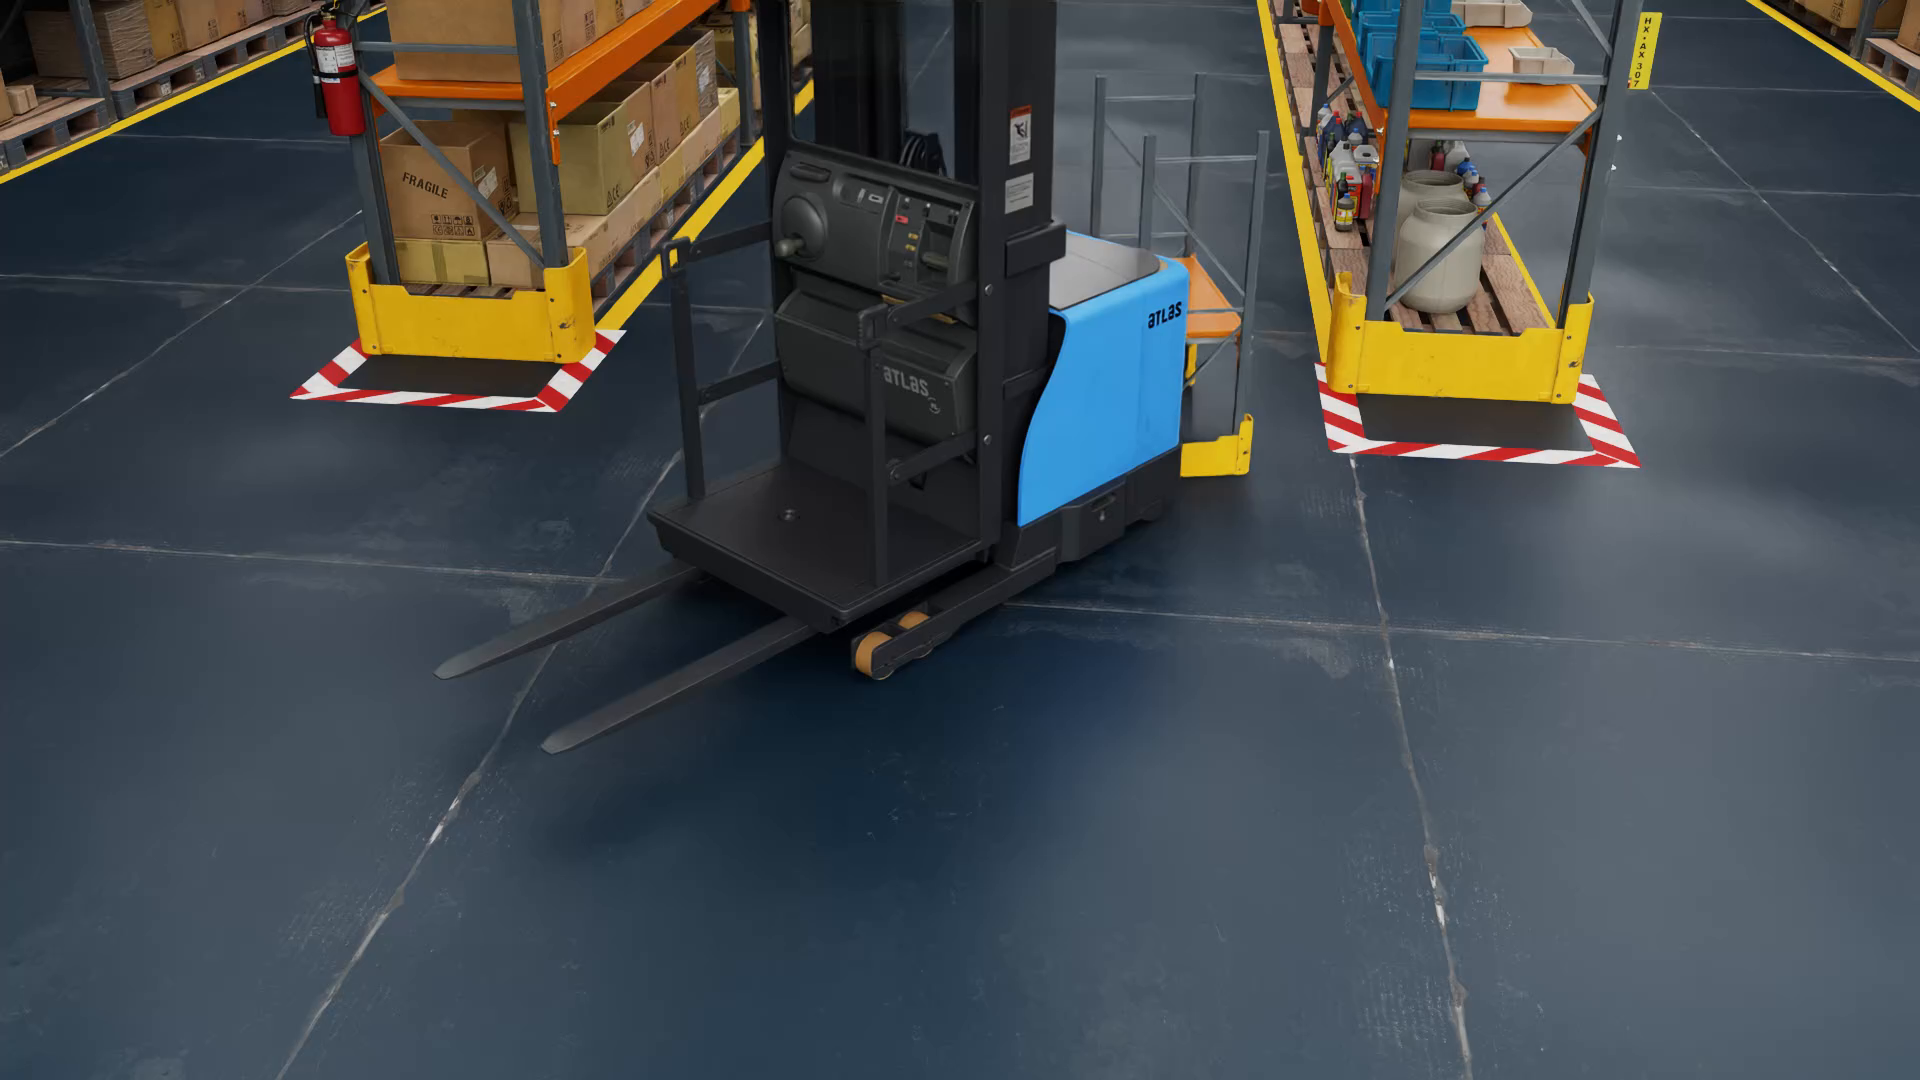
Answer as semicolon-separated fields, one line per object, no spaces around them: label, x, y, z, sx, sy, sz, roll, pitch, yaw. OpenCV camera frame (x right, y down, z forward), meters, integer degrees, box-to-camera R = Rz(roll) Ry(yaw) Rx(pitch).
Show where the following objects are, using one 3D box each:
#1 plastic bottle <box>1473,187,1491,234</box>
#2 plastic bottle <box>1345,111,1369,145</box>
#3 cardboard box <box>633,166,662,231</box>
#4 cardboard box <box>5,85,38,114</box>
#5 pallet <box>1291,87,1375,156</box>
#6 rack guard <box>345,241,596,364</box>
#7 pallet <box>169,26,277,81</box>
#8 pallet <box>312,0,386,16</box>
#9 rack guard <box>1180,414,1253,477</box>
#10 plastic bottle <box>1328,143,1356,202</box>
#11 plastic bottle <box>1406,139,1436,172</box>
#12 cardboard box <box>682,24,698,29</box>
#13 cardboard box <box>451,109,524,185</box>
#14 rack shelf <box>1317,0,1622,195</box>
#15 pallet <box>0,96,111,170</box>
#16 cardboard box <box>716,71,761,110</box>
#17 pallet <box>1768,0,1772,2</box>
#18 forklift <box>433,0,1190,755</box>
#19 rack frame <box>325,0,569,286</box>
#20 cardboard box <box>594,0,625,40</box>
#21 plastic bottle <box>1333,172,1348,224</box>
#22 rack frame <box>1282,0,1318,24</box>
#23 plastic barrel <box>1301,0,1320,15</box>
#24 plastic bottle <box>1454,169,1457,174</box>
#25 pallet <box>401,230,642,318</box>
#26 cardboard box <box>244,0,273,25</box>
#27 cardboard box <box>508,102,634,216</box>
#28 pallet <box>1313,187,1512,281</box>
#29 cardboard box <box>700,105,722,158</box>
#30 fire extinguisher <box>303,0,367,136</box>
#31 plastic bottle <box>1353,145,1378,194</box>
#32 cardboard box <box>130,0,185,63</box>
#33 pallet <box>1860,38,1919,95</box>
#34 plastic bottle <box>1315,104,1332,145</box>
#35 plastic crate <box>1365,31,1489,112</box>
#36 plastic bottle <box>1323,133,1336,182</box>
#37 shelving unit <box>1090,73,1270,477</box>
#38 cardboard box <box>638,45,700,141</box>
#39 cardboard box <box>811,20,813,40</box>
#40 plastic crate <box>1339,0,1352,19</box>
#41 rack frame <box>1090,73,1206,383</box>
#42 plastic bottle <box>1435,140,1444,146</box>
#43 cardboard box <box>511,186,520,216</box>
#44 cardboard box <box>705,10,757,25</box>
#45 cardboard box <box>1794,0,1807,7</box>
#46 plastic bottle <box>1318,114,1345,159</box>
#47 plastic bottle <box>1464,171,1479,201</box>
plastic bottle;2.965;-1.873;9.477;0.097;0.271;0.097;0;28;0
plastic bottle;2.556;-2.591;10.726;0.144;0.351;0.185;3;28;6
cardboard box;-2.077;-2.020;9.792;0.500;0.250;0.500;3;28;6
cardboard box;-6.945;-3.197;12.044;0.380;0.166;0.250;0;28;0
pallet;2.981;-3.072;12.230;1.003;0.211;1.213;3;28;6
rack guard;-2.485;-1.223;8.493;1.175;0.500;0.348;3;28;6
pallet;-6.668;-4.219;14.358;1.003;0.211;1.213;3;28;6
pallet;-6.248;-5.526;16.784;1.003;0.211;1.213;3;28;6
rack guard;0.975;-0.406;7.240;0.587;0.250;0.087;-3;28;-6
plastic bottle;2.315;-2.223;10.043;0.144;0.351;0.185;5;29;8
plastic bottle;2.957;-2.509;10.653;0.152;0.276;0.135;3;28;6
cardboard box;-2.227;-3.646;12.220;0.500;0.311;0.500;3;28;6
cardboard box;-2.604;-2.381;9.672;0.500;0.500;0.500;3;28;6
rack shelf;2.678;-2.670;9.302;1.077;0.370;4.000;3;28;6
pallet;-6.956;-2.958;12.018;1.003;0.211;1.213;3;28;6
cardboard box;-1.697;-3.367;12.294;0.500;0.250;0.500;3;28;5
pallet;8.799;-5.811;17.313;1.003;0.211;1.213;3;28;6
forklift;-0.458;-1.073;5.652;1.130;2.935;3.031;24;36;37
rack frame;-2.482;-2.335;7.921;1.000;3.000;0.127;3;28;6
cardboard box;-2.286;-3.079;9.197;0.700;0.500;0.500;4;29;7
plastic bottle;2.219;-1.989;9.680;0.061;0.283;0.133;4;29;7
rack frame;3.413;-5.811;14.374;1.000;3.000;0.127;3;28;6
plastic barrel;3.456;-5.272;15.218;0.600;0.830;0.708;3;28;6
plastic bottle;3.056;-2.194;10.147;0.097;0.201;0.097;0;28;0
pallet;-2.430;-1.470;9.255;1.003;0.211;1.213;3;28;6
cardboard box;-6.634;-4.902;14.858;0.700;0.500;0.500;3;28;6
cardboard box;-2.137;-2.114;9.178;0.500;0.500;0.500;3;28;6
pallet;2.653;-1.811;9.889;1.003;0.211;1.213;3;28;6
cardboard box;-1.903;-2.726;11.104;0.500;0.250;0.500;3;28;6
fire extinguisher;-2.958;-2.272;7.886;0.296;0.674;0.183;3;28;6
plastic bottle;2.487;-2.281;10.229;0.152;0.276;0.135;3;28;6
cardboard box;-6.822;-4.191;13.538;0.700;0.500;0.500;3;28;5
pallet;8.232;-3.928;13.818;1.003;0.211;1.213;3;28;6
plastic bottle;2.449;-2.796;11.190;0.097;0.271;0.097;0;28;0
plastic crate;2.197;-2.233;7.888;0.499;0.251;0.616;3;28;6
plastic bottle;2.328;-2.406;10.453;0.061;0.283;0.133;5;29;8
shelving unit;0.916;-1.191;7.379;0.587;1.500;1.083;-3;28;-6
cardboard box;-1.963;-2.821;10.489;0.500;0.500;0.500;3;28;6
cardboard box;-1.449;-4.334;14.088;0.500;0.250;0.500;4;29;7
plastic crate;2.477;-3.212;9.773;0.450;0.188;0.662;3;28;6
rack frame;0.858;-1.426;7.816;0.500;1.500;0.032;-3;28;-6
plastic bottle;3.107;-2.545;10.641;0.144;0.351;0.185;2;28;4
cardboard box;-2.661;-1.815;9.412;0.500;0.250;0.500;3;28;6
cardboard box;-1.628;-3.854;12.607;0.500;0.311;0.500;3;28;6
cardboard box;8.551;-5.515;15.622;1.225;0.875;0.875;3;29;6
plastic bottle;2.437;-2.644;10.904;0.152;0.276;0.135;4;29;8
plastic bottle;3.007;-2.034;9.776;0.097;0.271;0.097;0;28;0
